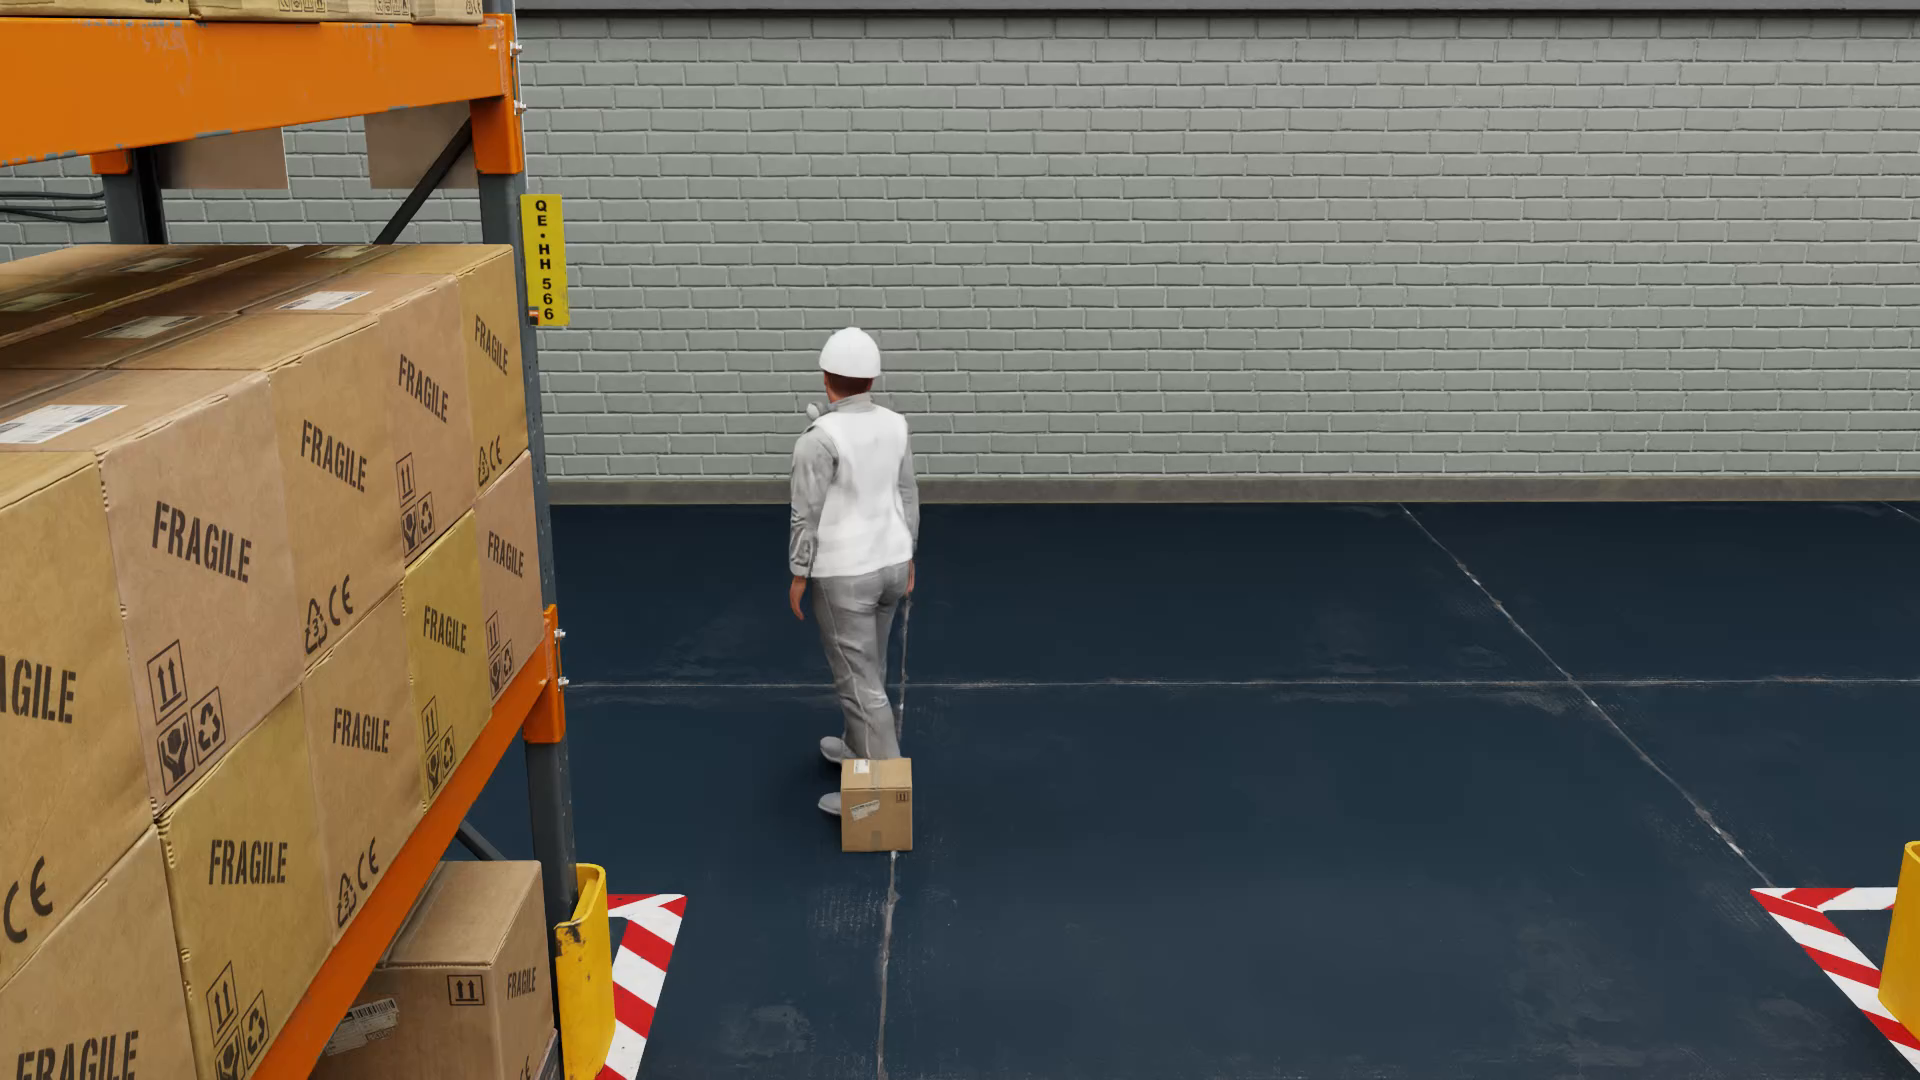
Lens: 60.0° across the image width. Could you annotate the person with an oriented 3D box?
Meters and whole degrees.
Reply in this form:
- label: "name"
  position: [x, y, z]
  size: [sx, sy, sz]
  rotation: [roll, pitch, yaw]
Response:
- label: "person"
  position: [-0.403, 0.101, 6.133]
  size: [0.617, 1.772, 0.578]
  rotation: [13, 21, 36]
